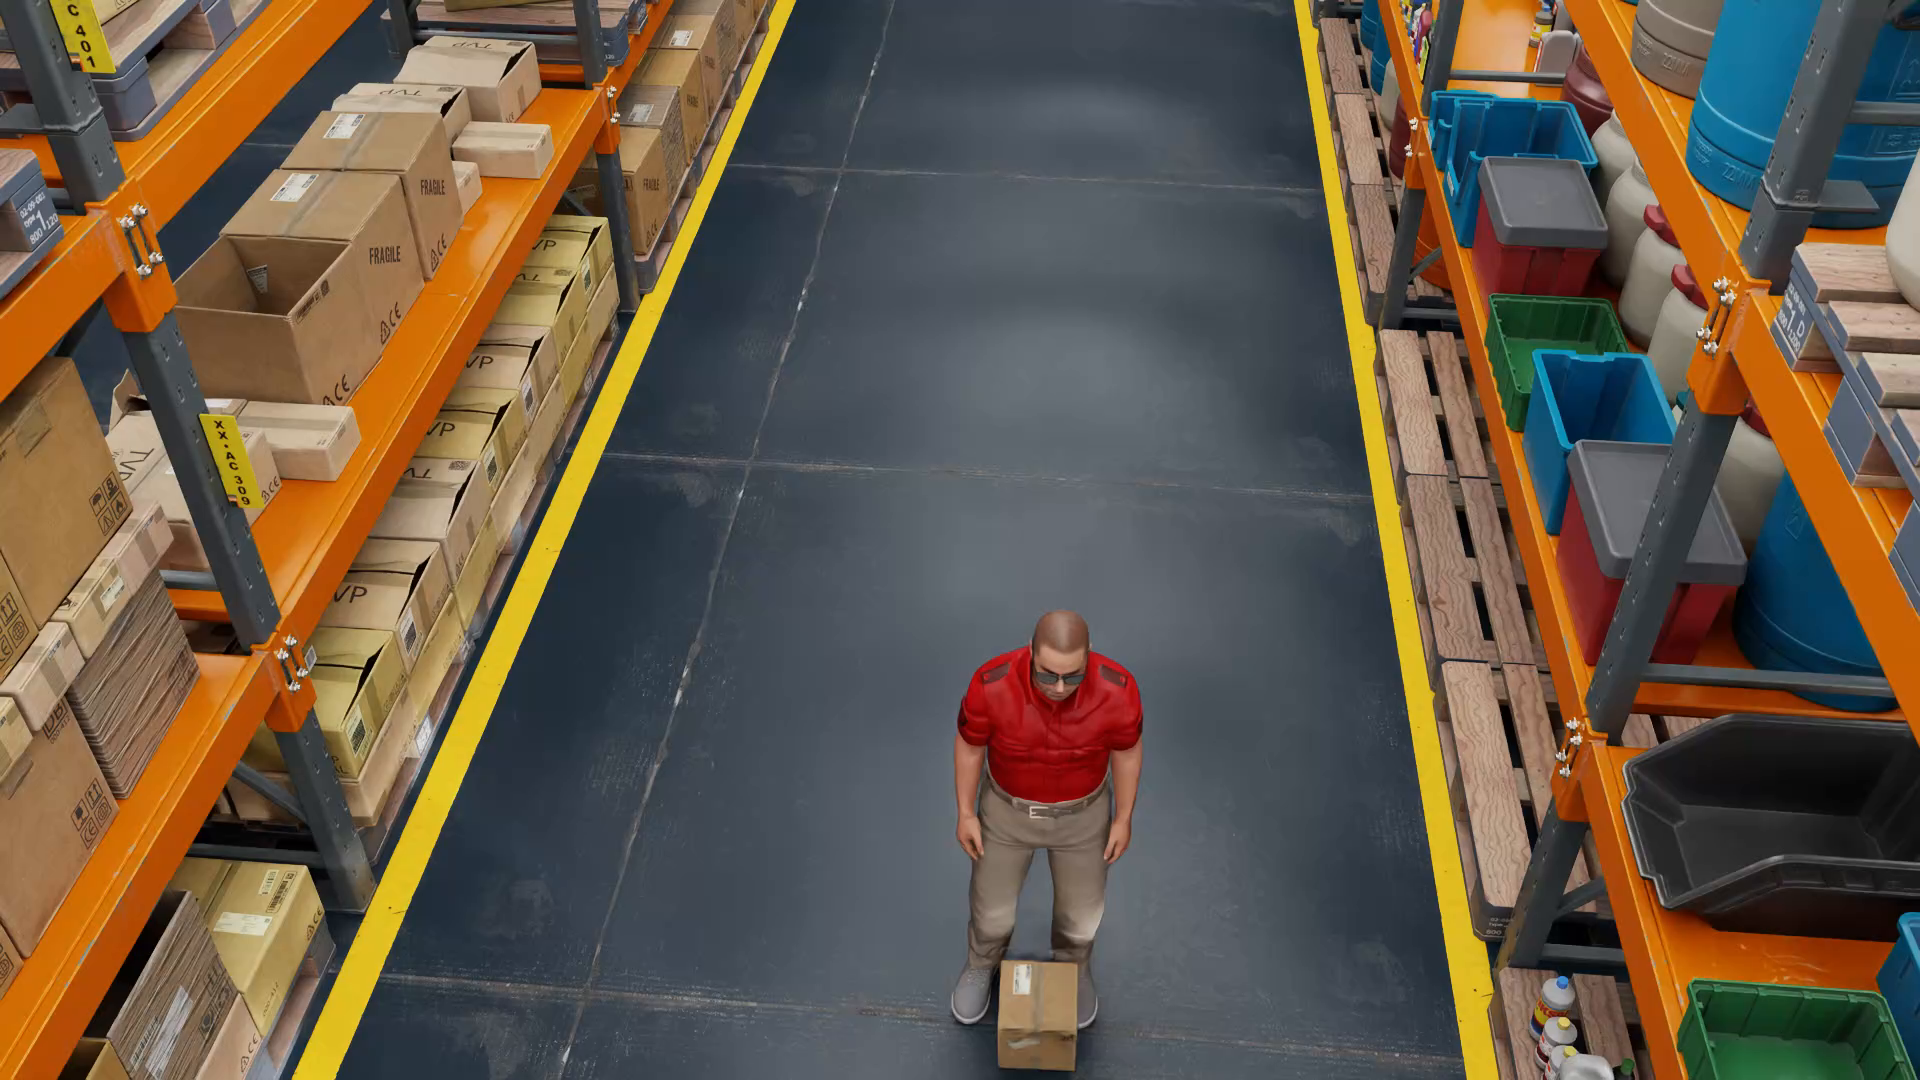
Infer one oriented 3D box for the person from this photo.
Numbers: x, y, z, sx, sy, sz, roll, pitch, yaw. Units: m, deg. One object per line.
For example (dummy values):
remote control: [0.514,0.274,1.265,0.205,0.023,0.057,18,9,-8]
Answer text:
person: [0.267,0.849,5.149,0.592,1.725,0.393,1,40,2]
